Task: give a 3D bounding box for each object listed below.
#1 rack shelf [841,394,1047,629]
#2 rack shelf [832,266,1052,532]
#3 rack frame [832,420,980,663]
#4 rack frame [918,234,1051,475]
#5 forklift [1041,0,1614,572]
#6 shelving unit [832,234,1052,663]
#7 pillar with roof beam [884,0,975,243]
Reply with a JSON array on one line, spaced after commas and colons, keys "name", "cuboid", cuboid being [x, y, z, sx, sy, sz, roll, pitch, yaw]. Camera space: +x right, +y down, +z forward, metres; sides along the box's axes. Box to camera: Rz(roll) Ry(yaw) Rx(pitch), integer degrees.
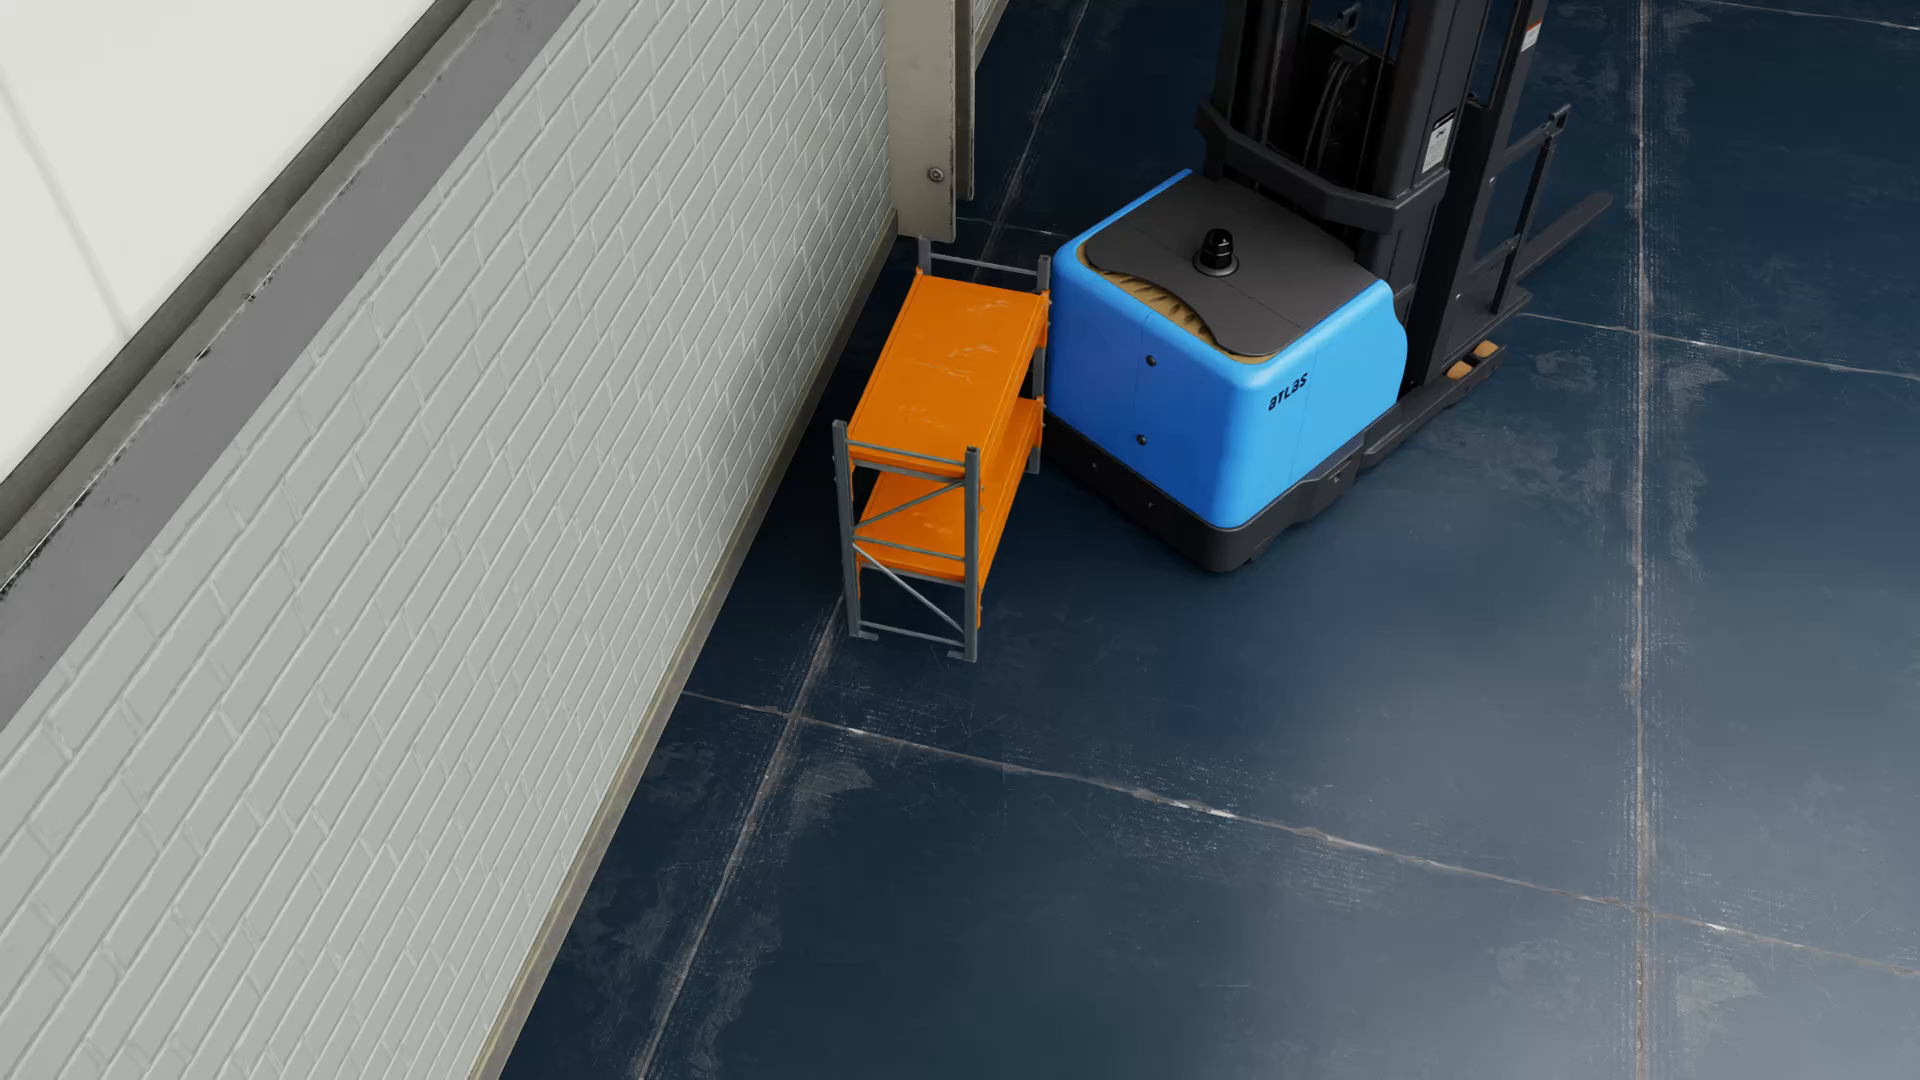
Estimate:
[{"name": "rack shelf", "cuboid": [-0.046, -0.174, 6.398, 0.538, 0.278, 1.000, 12, 50, 10]}, {"name": "rack shelf", "cuboid": [-0.046, -0.530, 5.996, 0.538, 0.278, 1.000, 12, 50, 10]}, {"name": "rack frame", "cuboid": [-0.180, 0.032, 5.891, 0.500, 1.125, 0.032, 12, 50, 10]}, {"name": "rack frame", "cuboid": [0.088, -0.704, 6.540, 0.500, 1.125, 0.032, 12, 50, 10]}, {"name": "forklift", "cuboid": [1.742, -1.832, 6.331, 3.031, 2.935, 1.130, -36, 57, -27]}, {"name": "shelving unit", "cuboid": [-0.046, -0.336, 6.215, 0.538, 1.125, 1.048, 12, 50, 10]}, {"name": "pillar with roof beam", "cuboid": [4.022, -3.713, 3.944, 9.100, 9.000, 0.400, 12, 50, 10]}]
